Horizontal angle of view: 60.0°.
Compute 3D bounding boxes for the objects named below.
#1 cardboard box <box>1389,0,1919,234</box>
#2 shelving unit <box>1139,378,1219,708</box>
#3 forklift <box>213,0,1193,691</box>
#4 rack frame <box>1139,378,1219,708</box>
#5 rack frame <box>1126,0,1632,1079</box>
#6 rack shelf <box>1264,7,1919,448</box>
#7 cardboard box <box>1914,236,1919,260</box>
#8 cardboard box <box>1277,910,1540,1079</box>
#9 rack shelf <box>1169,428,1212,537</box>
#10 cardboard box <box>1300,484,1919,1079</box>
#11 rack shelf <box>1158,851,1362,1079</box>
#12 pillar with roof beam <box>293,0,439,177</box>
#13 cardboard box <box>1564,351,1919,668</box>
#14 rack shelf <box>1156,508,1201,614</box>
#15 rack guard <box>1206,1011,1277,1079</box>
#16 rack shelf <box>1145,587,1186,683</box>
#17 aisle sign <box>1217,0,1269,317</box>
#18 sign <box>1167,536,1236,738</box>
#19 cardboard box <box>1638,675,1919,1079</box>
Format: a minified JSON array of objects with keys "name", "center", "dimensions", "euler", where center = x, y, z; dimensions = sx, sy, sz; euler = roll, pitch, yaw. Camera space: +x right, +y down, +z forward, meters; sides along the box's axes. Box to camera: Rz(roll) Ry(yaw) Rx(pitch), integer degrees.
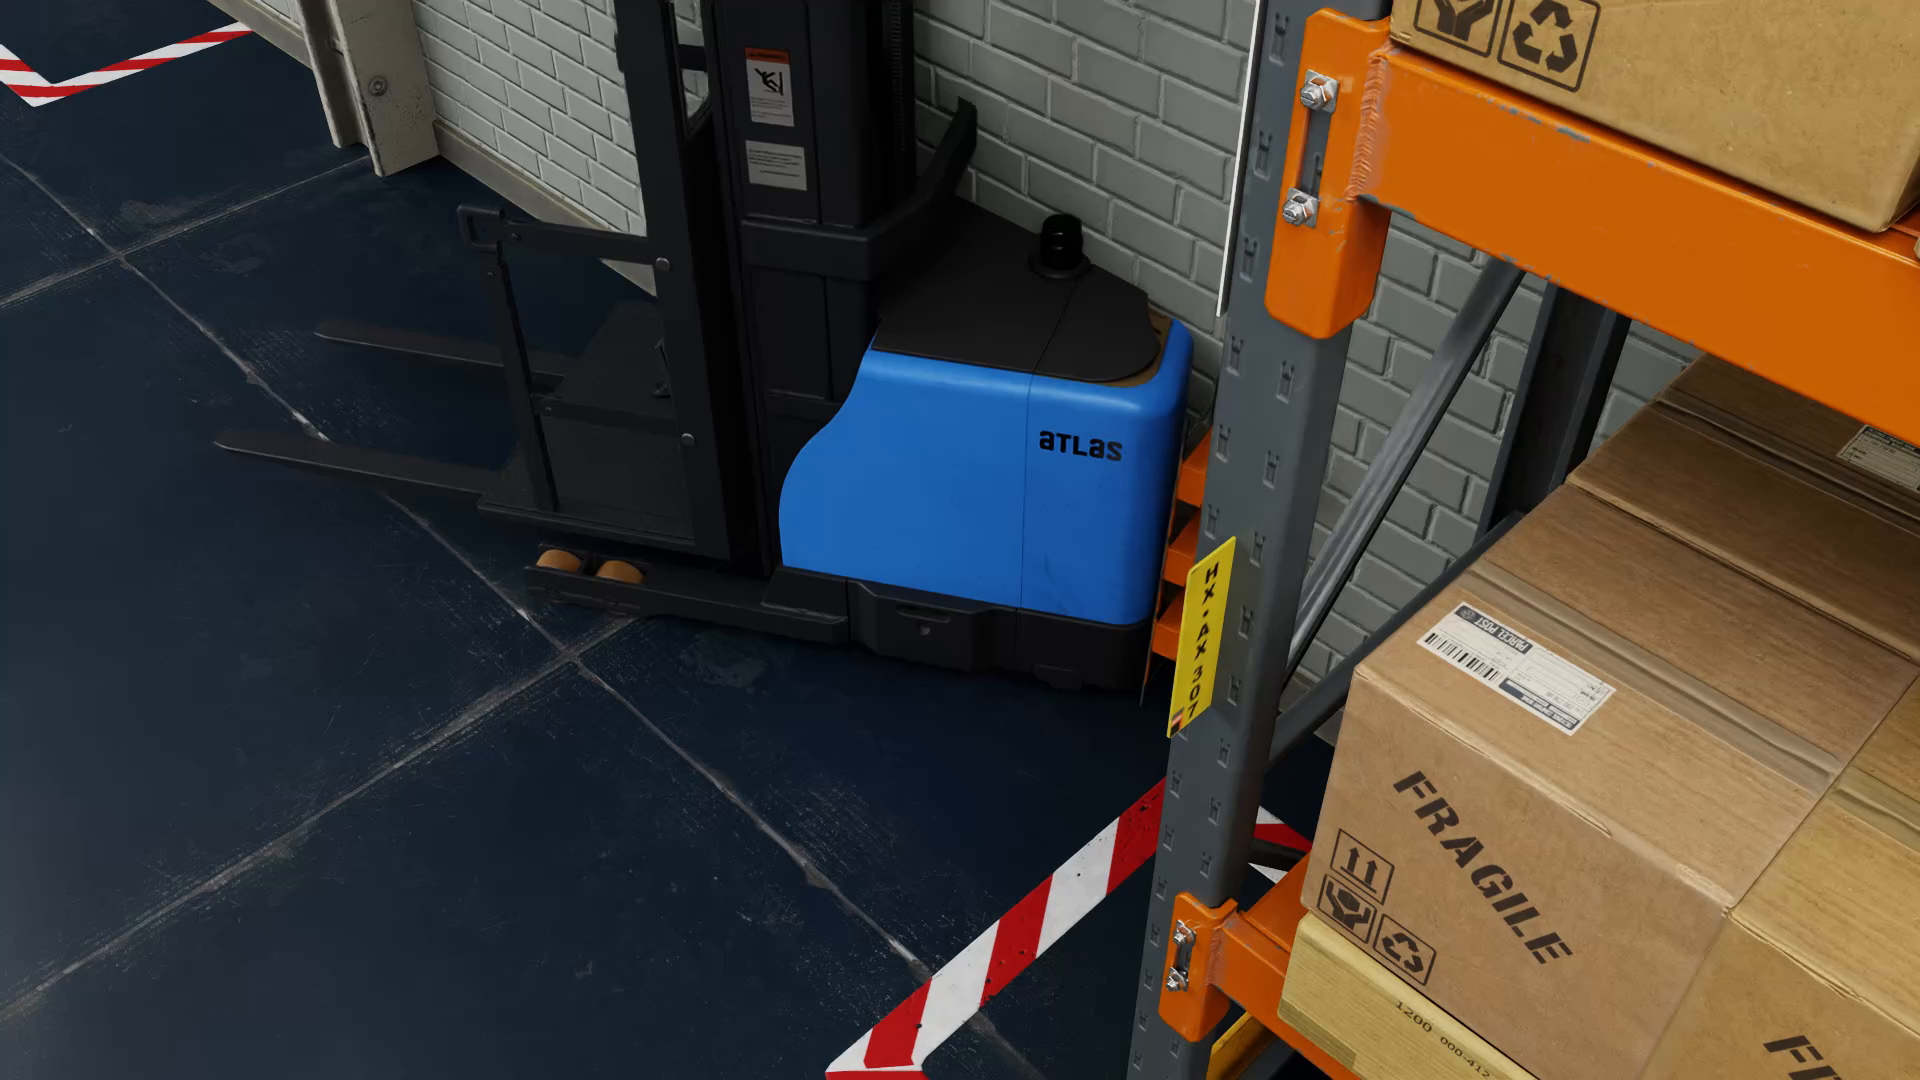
[{"name":"cardboard box","center":[0.771,-0.671,1.468],"dimensions":[0.500,0.500,0.500],"euler":[-33,52,-30]},{"name":"shelving unit","center":[0.685,0.080,4.383],"dimensions":[0.252,1.050,0.215],"euler":[23,47,21]},{"name":"forklift","center":[-0.816,-1.188,4.376],"dimensions":[3.031,2.935,1.130],"euler":[10,44,10]},{"name":"rack frame","center":[0.580,0.035,4.426],"dimensions":[0.008,1.050,0.200],"euler":[23,47,21]},{"name":"rack frame","center":[0.712,0.194,2.830],"dimensions":[1.000,3.000,0.127],"euler":[-34,53,-31]},{"name":"rack shelf","center":[2.124,0.317,1.016],"dimensions":[1.077,0.370,4.000],"euler":[-34,53,-31]},{"name":"cardboard box","center":[1.125,-0.396,1.170],"dimensions":[0.500,0.500,0.500],"euler":[-31,51,-29]},{"name":"cardboard box","center":[0.832,0.628,2.456],"dimensions":[0.500,0.250,0.500],"euler":[33,52,30]},{"name":"rack shelf","center":[0.694,-0.119,4.195],"dimensions":[0.240,0.259,0.215],"euler":[23,47,21]},{"name":"cardboard box","center":[0.836,0.340,2.216],"dimensions":[0.500,0.500,0.500],"euler":[-34,53,-31]},{"name":"rack shelf","center":[2.124,1.419,2.034],"dimensions":[1.077,0.370,4.000],"euler":[-34,53,-31]},{"name":"pillar with roof beam","center":[-5.467,-2.908,1.766],"dimensions":[9.100,9.000,0.400],"euler":[-34,53,-31]},{"name":"cardboard box","center":[1.195,0.091,2.485],"dimensions":[0.500,0.500,0.500],"euler":[34,52,31]},{"name":"rack shelf","center":[0.684,0.088,4.390],"dimensions":[0.240,0.259,0.215],"euler":[23,47,21]},{"name":"rack guard","center":[0.766,1.148,3.639],"dimensions":[1.175,0.500,0.348],"euler":[-34,53,-31]},{"name":"rack shelf","center":[0.675,0.290,4.580],"dimensions":[0.240,0.259,0.215],"euler":[23,47,21]},{"name":"aisle sign","center":[0.449,-0.652,1.830],"dimensions":[0.394,0.787,0.004],"euler":[-34,53,-31]},{"name":"sign","center":[0.328,0.136,2.255],"dimensions":[0.100,0.325,0.005],"euler":[-34,53,-31]},{"name":"cardboard box","center":[1.178,0.582,1.953],"dimensions":[0.500,0.500,0.500],"euler":[-34,52,-31]}]
